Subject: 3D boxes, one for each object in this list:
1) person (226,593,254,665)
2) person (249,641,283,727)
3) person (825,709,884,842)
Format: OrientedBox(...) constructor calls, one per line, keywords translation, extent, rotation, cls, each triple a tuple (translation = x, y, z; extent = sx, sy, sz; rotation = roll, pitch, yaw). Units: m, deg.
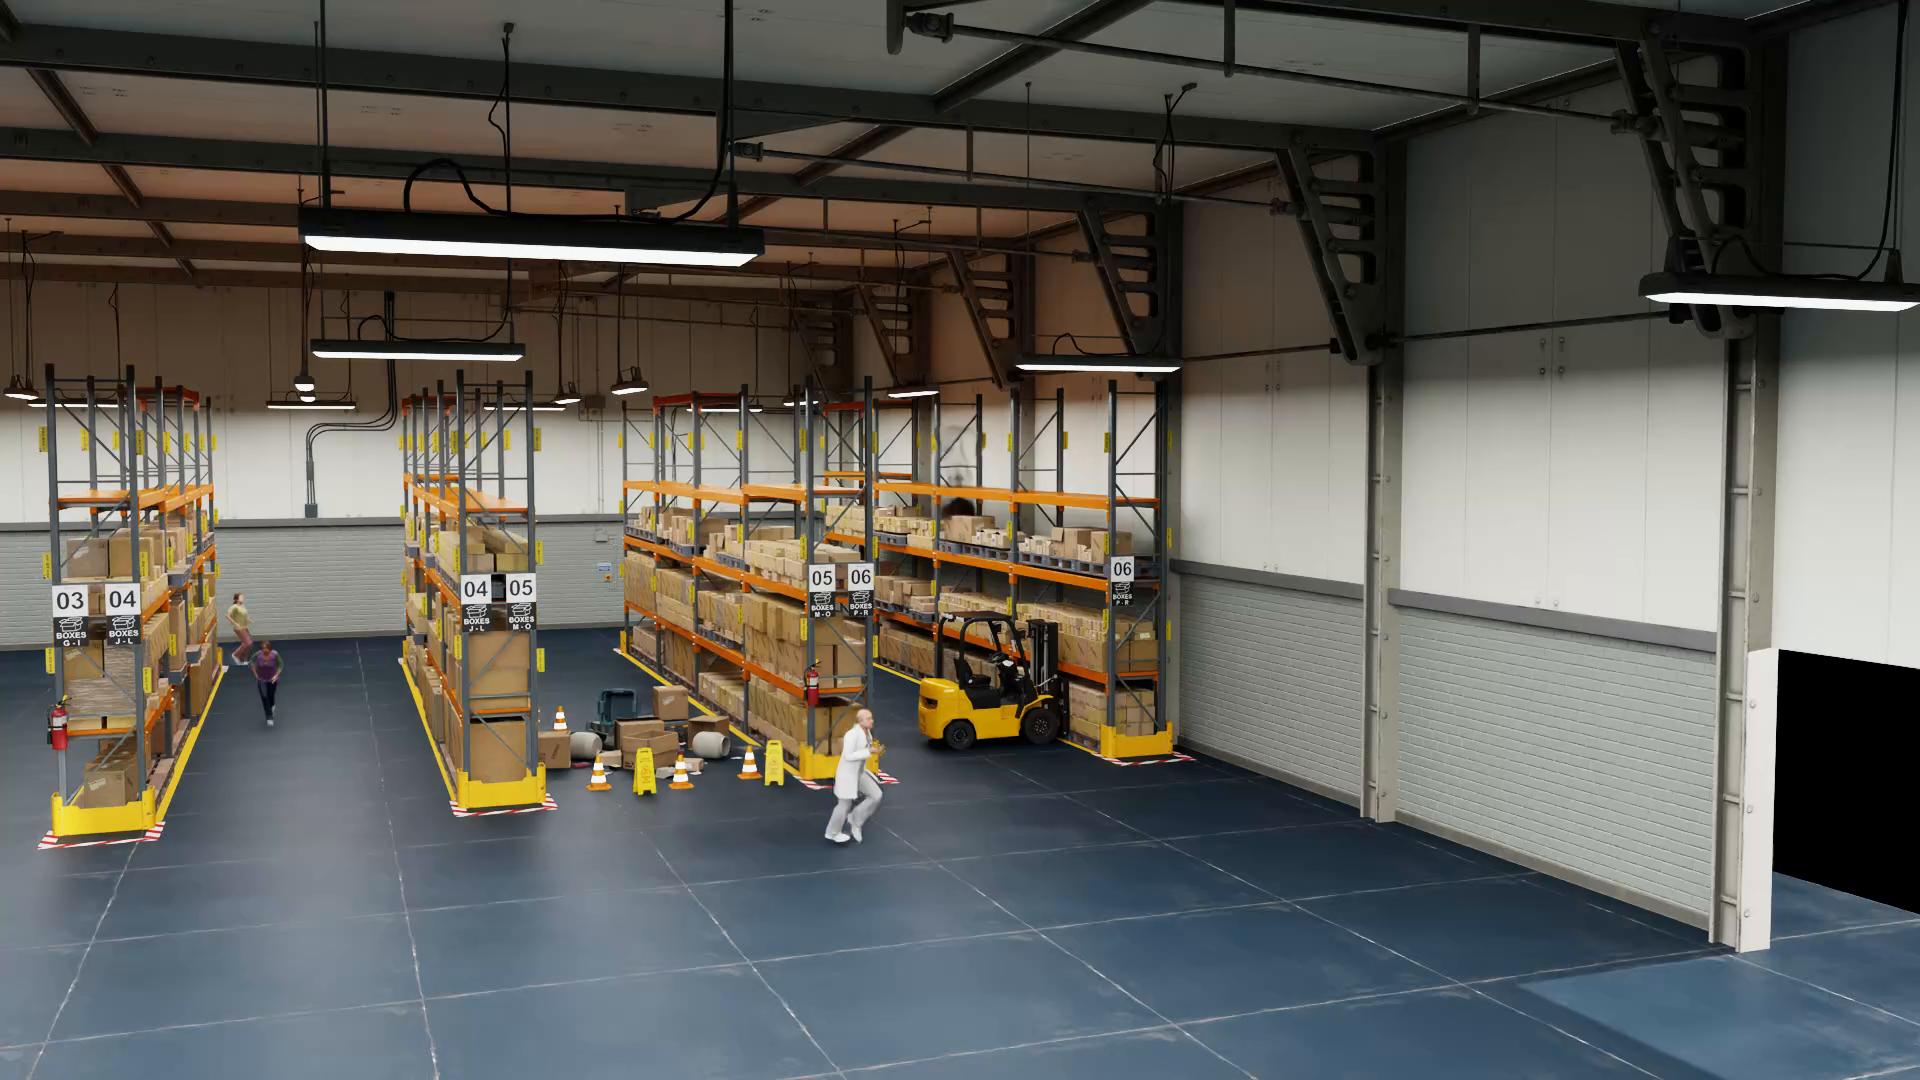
OrientedBox(translation=(-16.120, 2.002, 37.322), extent=(0.480, 1.636, 0.643), rotation=(0, 3, 6), cls="person")
OrientedBox(translation=(-12.343, 2.525, 29.632), extent=(0.557, 1.544, 0.884), rotation=(-1, 3, -16), cls="person")
OrientedBox(translation=(-1.292, 2.921, 20.574), extent=(0.934, 1.703, 0.680), rotation=(2, 4, 34), cls="person")
